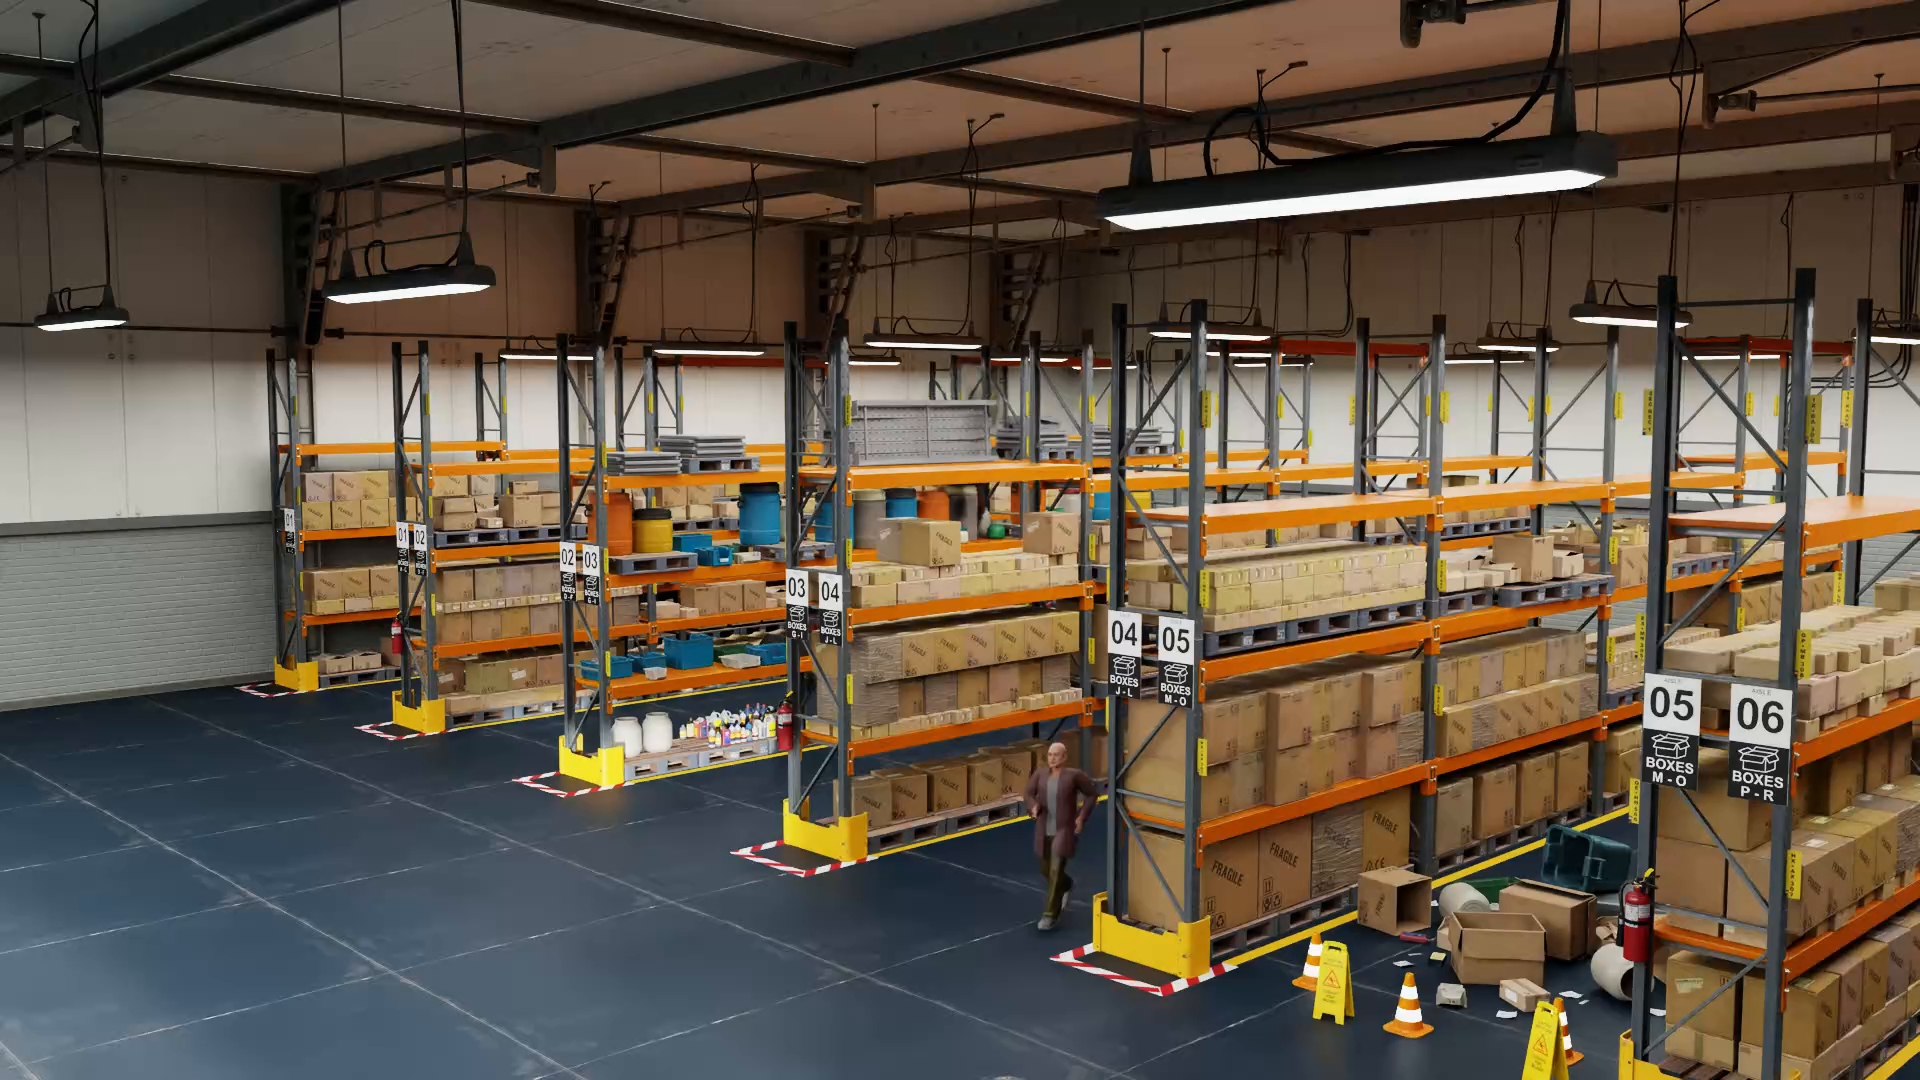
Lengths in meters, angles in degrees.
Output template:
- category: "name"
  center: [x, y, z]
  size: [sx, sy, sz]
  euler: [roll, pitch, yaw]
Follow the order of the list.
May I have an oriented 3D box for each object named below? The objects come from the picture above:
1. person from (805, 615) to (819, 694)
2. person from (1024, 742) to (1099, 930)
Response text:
- category: "person"
  center: [-2.393, 1.647, 27.677]
  size: [0.638, 1.826, 0.683]
  euler: [3, 6, 30]
- category: "person"
  center: [0.947, 2.875, 16.309]
  size: [0.726, 1.718, 0.939]
  euler: [3, 6, 30]
